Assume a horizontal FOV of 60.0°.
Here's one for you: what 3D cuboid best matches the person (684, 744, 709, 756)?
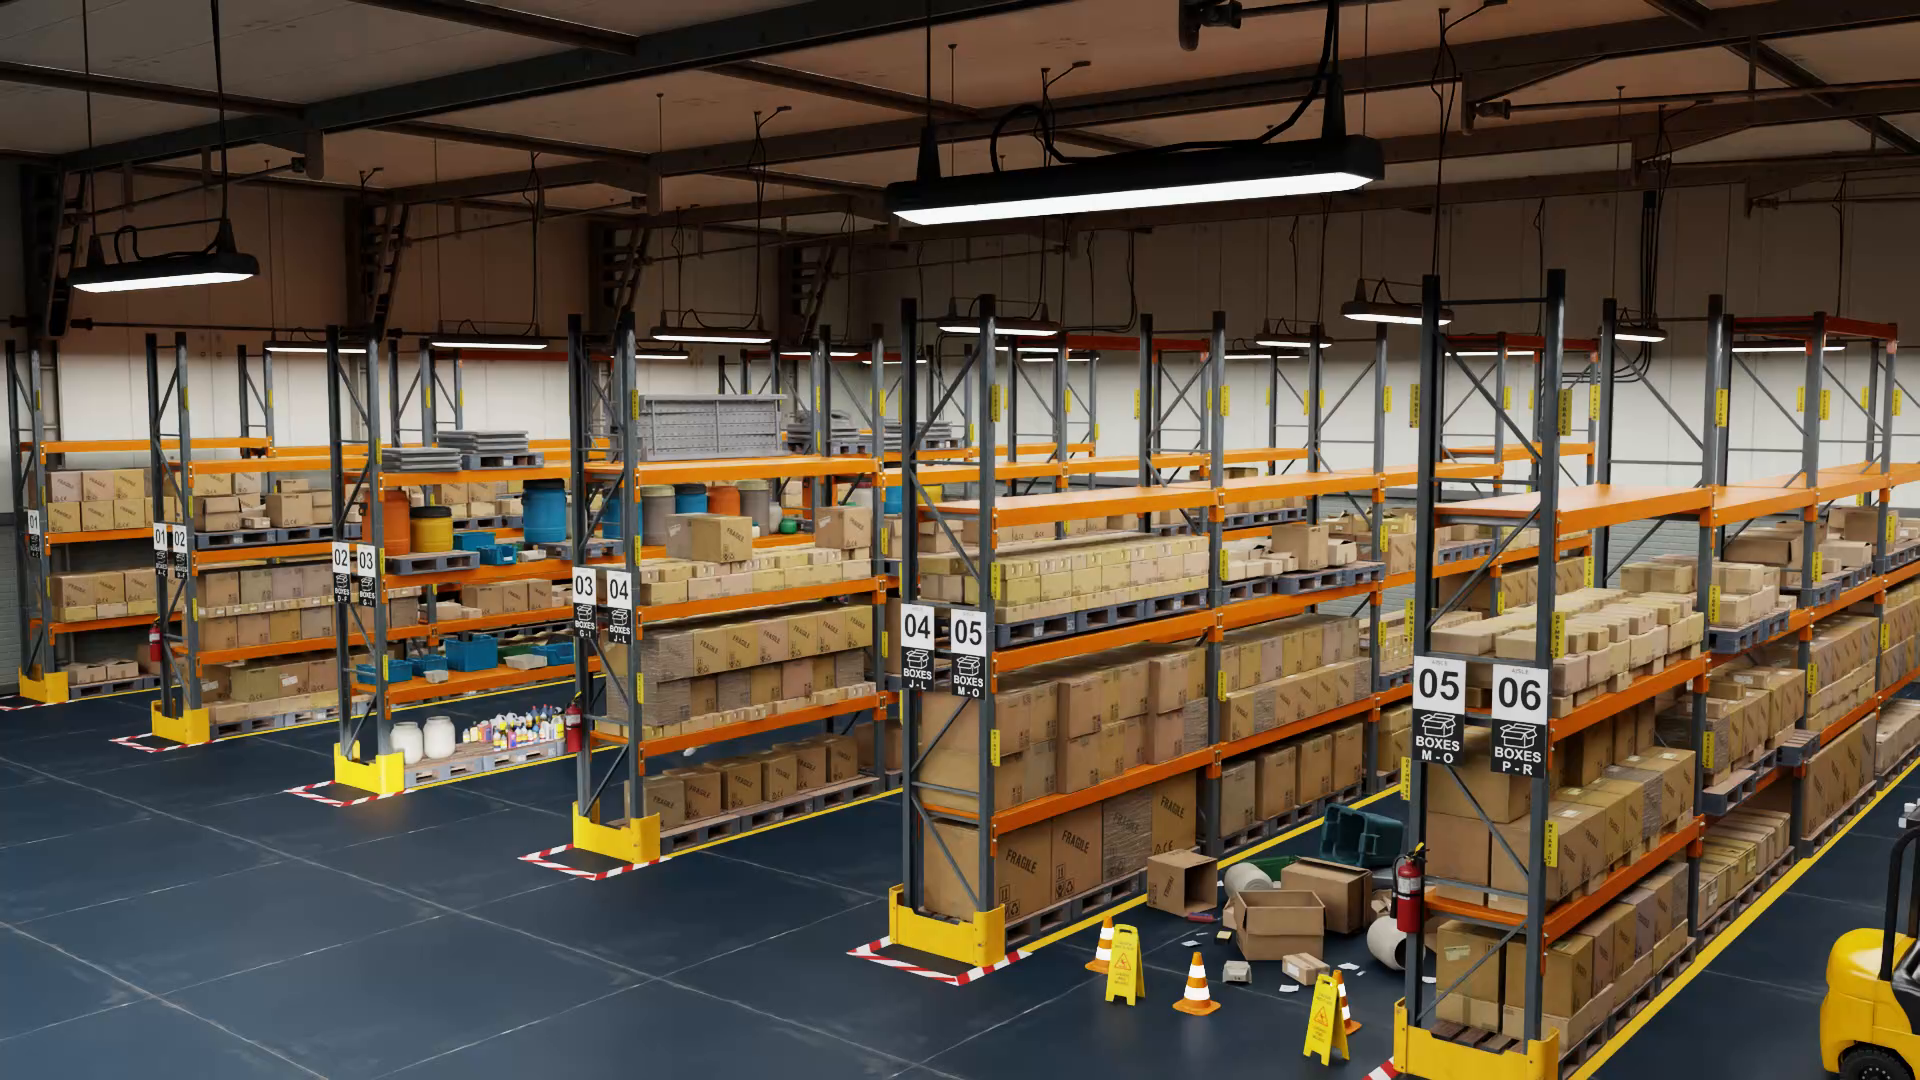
[{"bbox_3d":[-3.534,2.148,22.681,0.675,1.514,0.787,3,6,33],"label":"person"}]

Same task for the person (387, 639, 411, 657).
[{"bbox_3d":[-10.461,1.568,30.959,0.583,1.659,0.549,3,6,34],"label":"person"}]
